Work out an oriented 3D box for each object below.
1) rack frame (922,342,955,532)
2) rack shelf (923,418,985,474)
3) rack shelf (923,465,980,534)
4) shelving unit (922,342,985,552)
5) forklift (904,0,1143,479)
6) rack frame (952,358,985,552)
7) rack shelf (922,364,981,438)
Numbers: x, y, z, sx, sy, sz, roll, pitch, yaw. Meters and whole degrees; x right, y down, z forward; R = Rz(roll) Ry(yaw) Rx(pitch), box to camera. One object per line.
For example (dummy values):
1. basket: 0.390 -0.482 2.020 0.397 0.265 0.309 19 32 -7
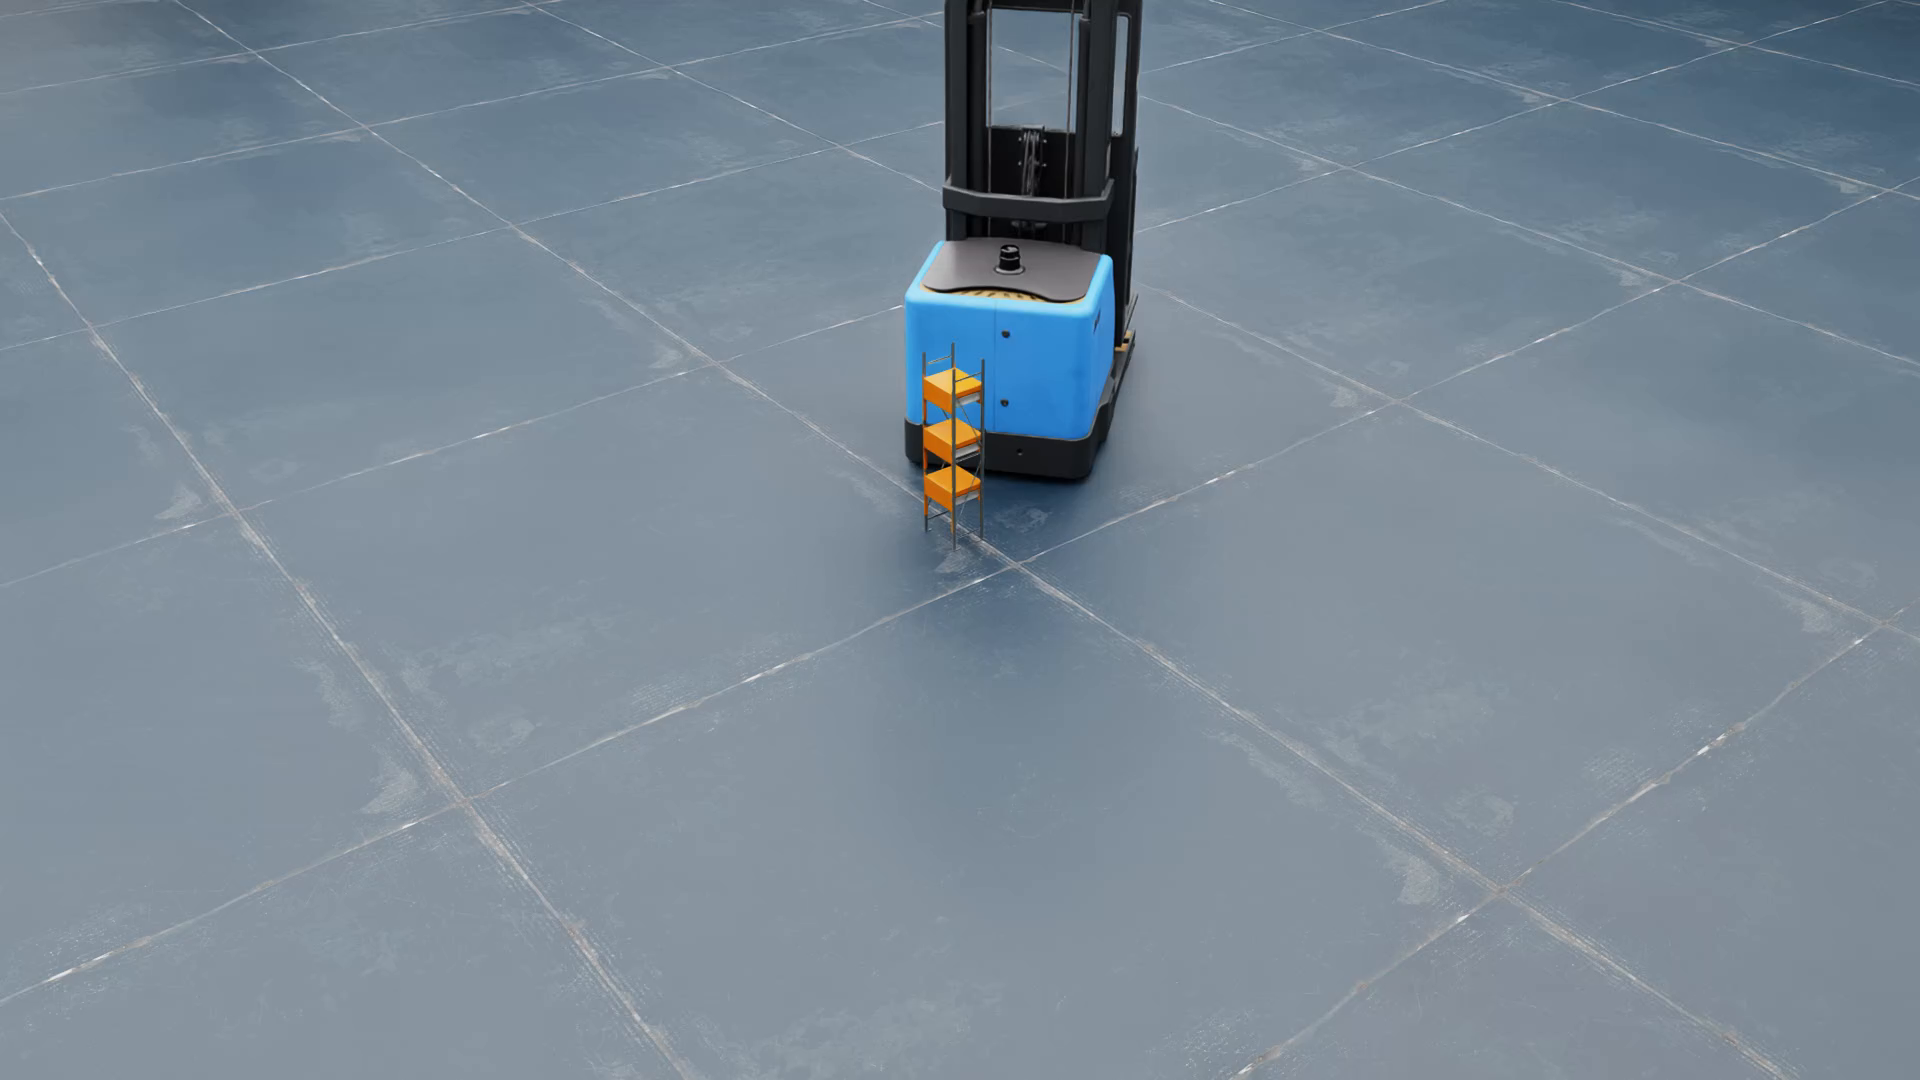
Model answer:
1. rack frame: -0.108 -0.519 8.591 0.200 1.050 0.008 -22 38 -31
2. rack shelf: -0.033 -0.459 8.515 0.215 0.259 0.240 -22 38 -31
3. rack shelf: -0.033 -0.223 8.661 0.215 0.259 0.240 -22 38 -31
4. shelving unit: -0.033 -0.468 8.509 0.215 1.050 0.252 -22 38 -31
5. forklift: 0.508 -2.350 9.756 1.130 2.935 3.031 7 32 11
6. rack frame: 0.042 -0.417 8.427 0.200 1.050 0.008 -22 38 -31
7. rack shelf: -0.033 -0.700 8.365 0.215 0.259 0.240 -22 38 -31
